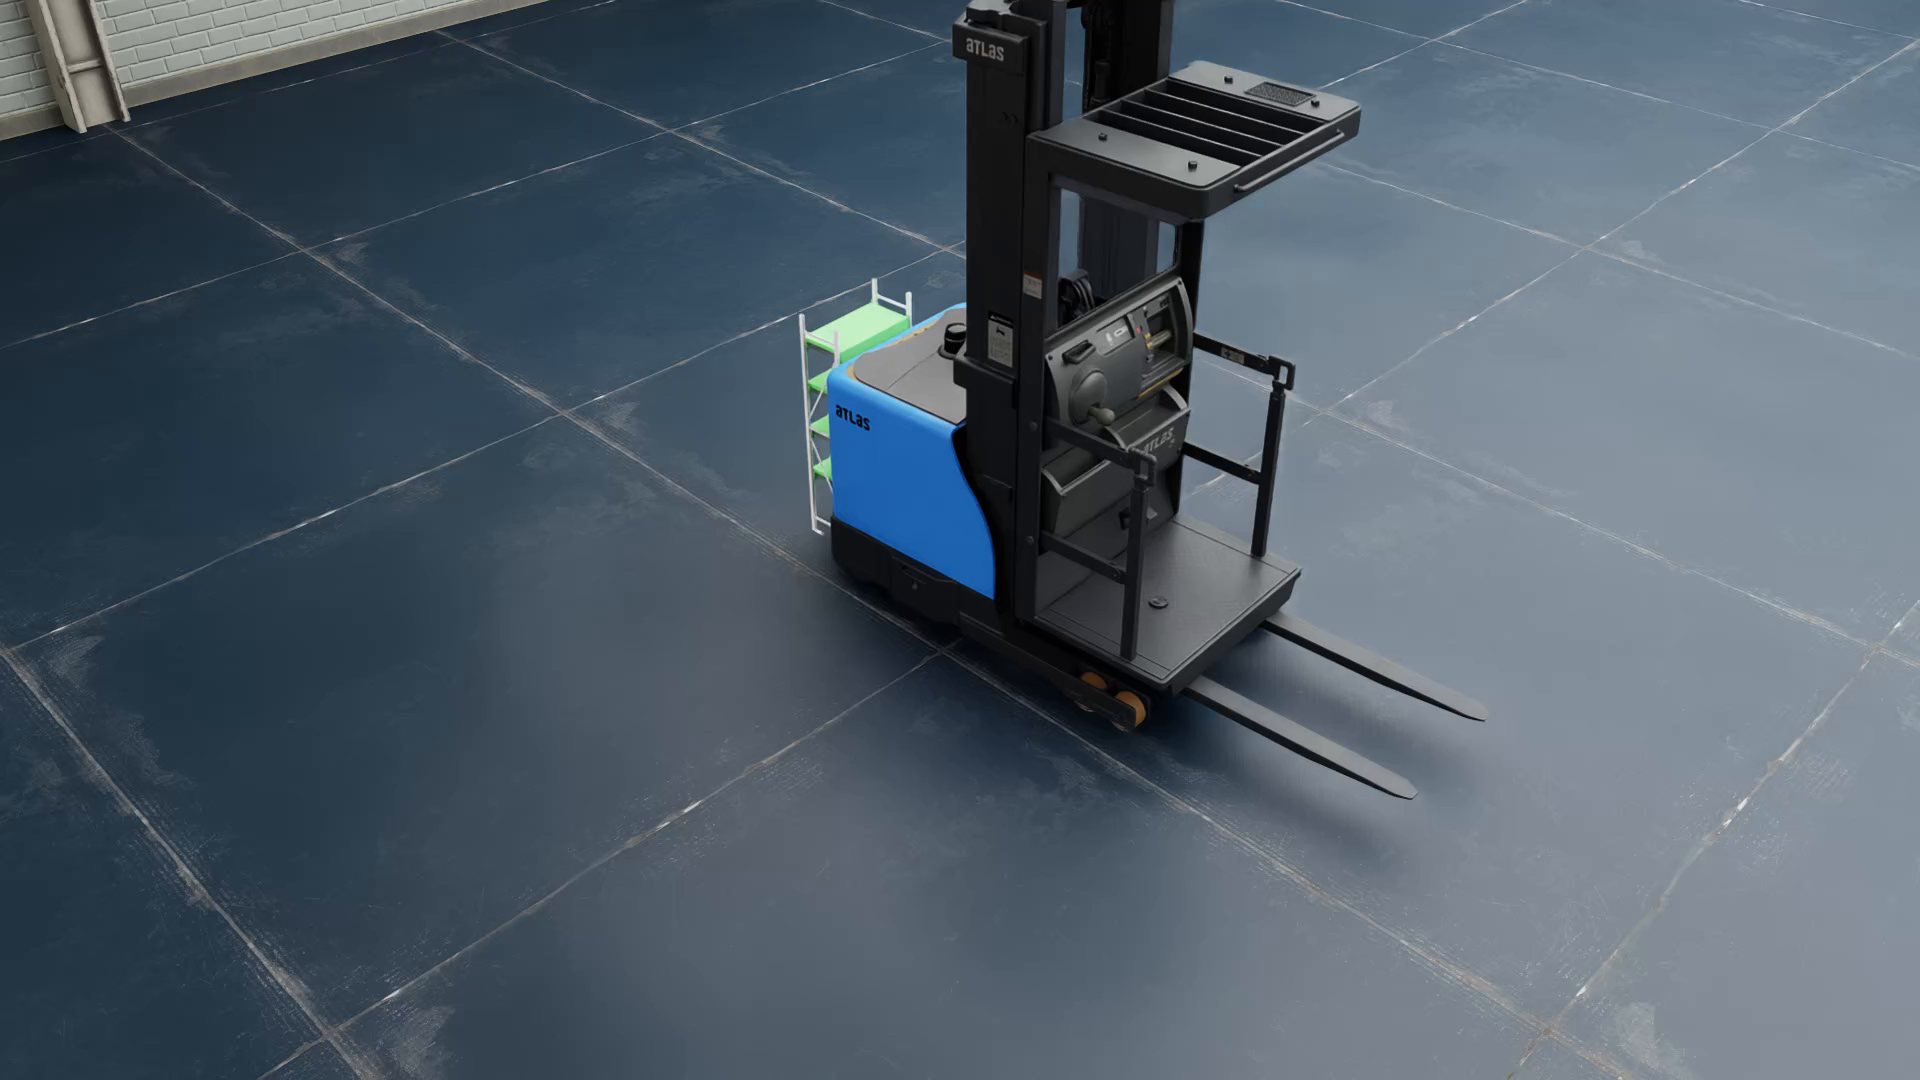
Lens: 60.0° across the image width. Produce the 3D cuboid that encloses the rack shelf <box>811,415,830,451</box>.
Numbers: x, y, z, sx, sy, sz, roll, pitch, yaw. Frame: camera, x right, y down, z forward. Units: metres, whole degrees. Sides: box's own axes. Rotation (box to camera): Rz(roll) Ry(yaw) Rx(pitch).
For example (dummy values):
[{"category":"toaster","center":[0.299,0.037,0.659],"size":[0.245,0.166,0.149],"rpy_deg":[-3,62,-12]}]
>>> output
[{"category":"rack shelf","center":[-0.485,-0.554,8.107],"size":[0.258,0.148,0.480],"rpy_deg":[26,43,32]}]

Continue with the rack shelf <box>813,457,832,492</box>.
[{"category":"rack shelf","center":[-0.485,-0.357,8.244],"size":[0.258,0.148,0.480],"rpy_deg":[26,43,32]}]

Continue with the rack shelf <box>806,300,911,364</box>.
[{"category":"rack shelf","center":[-0.485,-0.947,7.832],"size":[0.258,0.148,0.480],"rpy_deg":[26,43,32]}]

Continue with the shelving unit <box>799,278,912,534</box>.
[{"category":"shelving unit","center":[-0.485,-0.606,8.070],"size":[0.258,1.200,0.503],"rpy_deg":[26,43,32]}]

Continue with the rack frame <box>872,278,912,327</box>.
[{"category":"rack frame","center":[-0.326,-0.712,8.222],"size":[0.240,1.200,0.015],"rpy_deg":[26,43,32]}]

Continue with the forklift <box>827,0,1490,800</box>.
[{"category":"forklift","center":[0.824,-0.731,6.736],"size":[3.031,2.935,1.130],"rpy_deg":[27,43,33]}]

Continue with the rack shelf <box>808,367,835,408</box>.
[{"category":"rack shelf","center":[-0.485,-0.750,7.969],"size":[0.258,0.148,0.480],"rpy_deg":[26,43,32]}]

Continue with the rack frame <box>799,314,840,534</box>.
[{"category":"rack frame","center":[-0.644,-0.500,7.918],"size":[0.240,1.200,0.015],"rpy_deg":[26,43,32]}]

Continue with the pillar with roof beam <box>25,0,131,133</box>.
[{"category":"pillar with roof beam","center":[-3.641,-5.205,7.847],"size":[9.100,9.000,0.400],"rpy_deg":[30,45,35]}]
